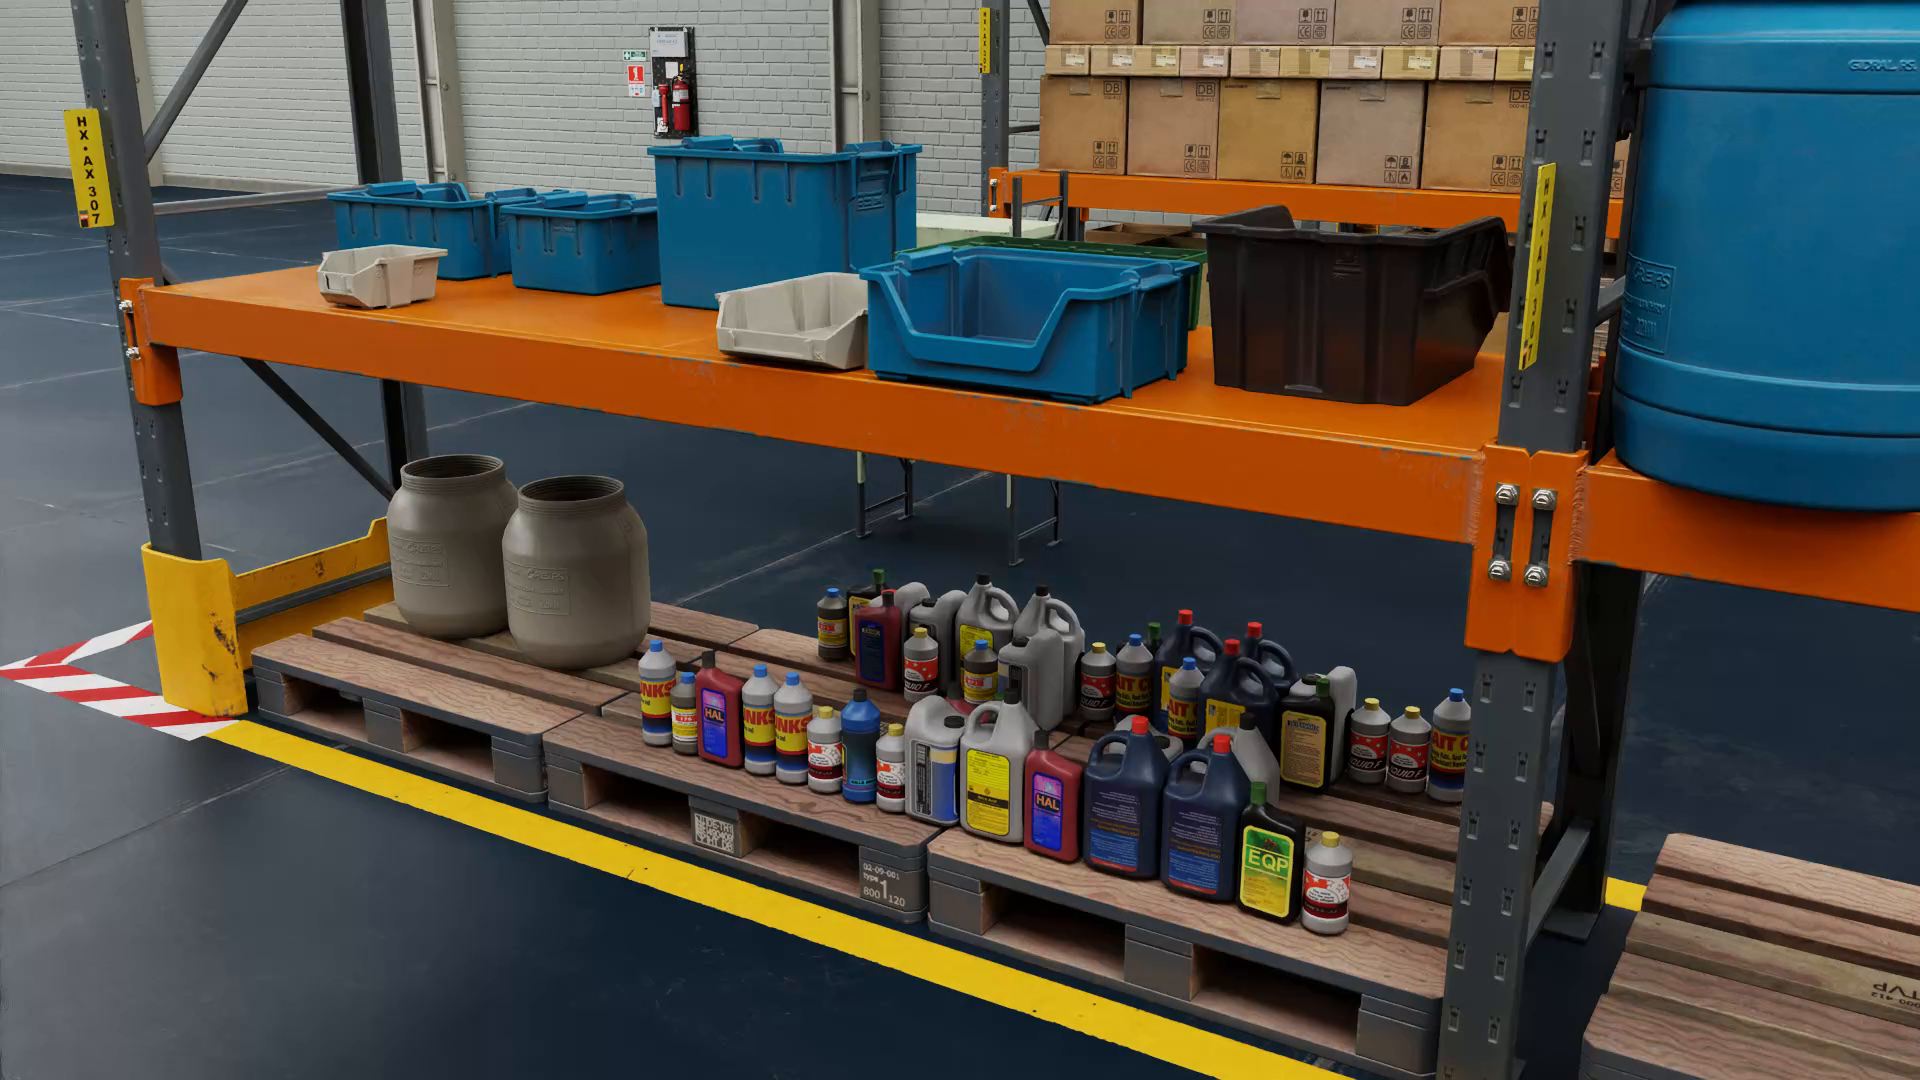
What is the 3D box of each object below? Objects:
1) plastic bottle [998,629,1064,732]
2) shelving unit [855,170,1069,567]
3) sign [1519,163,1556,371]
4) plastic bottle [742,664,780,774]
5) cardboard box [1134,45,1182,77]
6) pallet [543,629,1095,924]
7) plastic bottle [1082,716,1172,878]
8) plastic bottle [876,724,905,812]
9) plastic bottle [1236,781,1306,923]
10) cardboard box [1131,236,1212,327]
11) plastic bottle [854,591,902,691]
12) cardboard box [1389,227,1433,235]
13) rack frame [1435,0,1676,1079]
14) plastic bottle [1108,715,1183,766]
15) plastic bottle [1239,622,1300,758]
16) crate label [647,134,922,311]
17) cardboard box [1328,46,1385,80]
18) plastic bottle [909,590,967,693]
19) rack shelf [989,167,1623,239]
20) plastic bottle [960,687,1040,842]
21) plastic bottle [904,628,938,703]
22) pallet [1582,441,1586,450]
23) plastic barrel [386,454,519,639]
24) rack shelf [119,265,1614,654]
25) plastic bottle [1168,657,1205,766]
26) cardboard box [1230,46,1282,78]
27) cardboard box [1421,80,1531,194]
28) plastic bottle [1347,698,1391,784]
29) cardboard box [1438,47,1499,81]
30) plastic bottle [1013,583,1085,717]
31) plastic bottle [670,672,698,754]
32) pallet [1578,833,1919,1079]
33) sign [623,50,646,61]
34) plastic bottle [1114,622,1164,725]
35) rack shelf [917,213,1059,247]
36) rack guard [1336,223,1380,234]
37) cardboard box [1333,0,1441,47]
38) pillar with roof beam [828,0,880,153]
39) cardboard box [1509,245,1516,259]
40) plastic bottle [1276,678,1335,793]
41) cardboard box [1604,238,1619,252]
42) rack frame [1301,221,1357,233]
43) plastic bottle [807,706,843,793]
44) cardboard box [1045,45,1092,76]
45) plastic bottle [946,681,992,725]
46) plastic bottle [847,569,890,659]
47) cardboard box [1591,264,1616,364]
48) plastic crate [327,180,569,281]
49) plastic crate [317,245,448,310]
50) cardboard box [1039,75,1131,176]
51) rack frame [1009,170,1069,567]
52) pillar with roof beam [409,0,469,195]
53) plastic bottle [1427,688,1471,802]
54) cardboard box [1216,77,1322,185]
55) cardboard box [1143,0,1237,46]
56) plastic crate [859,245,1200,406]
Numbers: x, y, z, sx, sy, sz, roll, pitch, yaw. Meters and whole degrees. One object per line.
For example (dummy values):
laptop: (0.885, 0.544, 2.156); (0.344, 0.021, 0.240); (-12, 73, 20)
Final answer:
plastic bottle: (0.187, 0.369, 4.436); (0.135, 0.276, 0.152); (10, 20, 30)
shelving unit: (-0.006, -0.719, 6.667); (0.755, 1.500, 0.431); (10, 20, 30)
sign: (0.939, -0.444, 2.704); (0.005, 0.325, 0.100); (10, 20, 30)
plastic bottle: (-0.498, 0.446, 4.189); (0.097, 0.271, 0.097); (0, 17, 0)
cardboard box: (1.083, -2.448, 8.490); (0.250, 0.149, 0.380); (10, 20, 30)
pallet: (-0.358, 0.591, 4.573); (1.213, 0.211, 1.003); (10, 20, 30)
plastic bottle: (0.373, 0.556, 3.692); (0.185, 0.351, 0.144); (9, 19, 27)
plastic bottle: (-0.153, 0.541, 3.997); (0.097, 0.201, 0.097); (0, 17, 0)
plastic bottle: (0.654, 0.652, 3.490); (0.133, 0.283, 0.061); (11, 20, 33)
cardboard box: (1.191, -1.312, 8.758); (0.500, 0.500, 0.500); (10, 20, 30)
plastic bottle: (-0.233, 0.277, 4.723); (0.133, 0.283, 0.061); (10, 20, 30)
cardboard box: (3.555, -2.304, 13.175); (0.500, 0.311, 0.500); (8, 19, 24)
rack frame: (1.236, -0.446, 3.187); (0.127, 3.000, 1.000); (10, 20, 30)
plastic bottle: (0.429, 0.551, 3.836); (0.135, 0.276, 0.152); (10, 20, 30)
plastic bottle: (0.766, 0.386, 4.251); (0.185, 0.351, 0.144); (11, 20, 32)
crate label: (-0.462, -0.858, 4.484); (0.616, 0.435, 0.502); (10, 20, 30)
cardboard box: (1.954, -2.291, 7.976); (0.250, 0.149, 0.380); (10, 20, 31)
plastic bottle: (-0.059, 0.276, 4.742); (0.135, 0.276, 0.152); (10, 19, 29)
rack shelf: (2.128, -1.632, 8.330); (4.000, 0.370, 1.077); (10, 20, 30)
plastic bottle: (0.098, 0.506, 3.854); (0.185, 0.351, 0.144); (10, 20, 30)
plastic bottle: (-0.108, 0.345, 4.642); (0.097, 0.201, 0.097); (0, 17, 0)
pallet: (3.176, -0.469, 8.062); (1.213, 0.211, 1.003); (10, 20, 30)
plastic barrel: (-1.571, 0.017, 5.224); (0.421, 0.512, 0.421); (0, 17, 0)
rack shelf: (-0.468, -0.406, 4.293); (4.000, 0.370, 1.077); (10, 20, 30)
plastic bottle: (0.579, 0.432, 4.237); (0.097, 0.271, 0.097); (0, 17, 0)
cardboard box: (1.526, -2.369, 8.231); (0.250, 0.149, 0.380); (9, 19, 28)
cardboard box: (2.572, -1.942, 7.940); (0.500, 0.500, 0.700); (10, 20, 31)
plastic bottle: (1.021, 0.495, 4.149); (0.097, 0.201, 0.097); (0, 17, 0)
cardboard box: (2.407, -2.212, 7.714); (0.250, 0.149, 0.380); (11, 20, 32)
plastic bottle: (0.243, 0.292, 4.558); (0.185, 0.351, 0.144); (10, 20, 30)
plastic bottle: (-0.702, 0.443, 4.319); (0.097, 0.201, 0.097); (0, 17, 0)
pallet: (1.926, 0.998, 3.231); (1.213, 0.211, 1.003); (10, 20, 30)
sign: (-3.555, -5.291, 18.165); (0.331, 0.109, 0.001); (10, 20, 30)
plastic bottle: (0.486, 0.354, 4.472); (0.133, 0.283, 0.061); (11, 20, 32)
rack shelf: (-0.006, -1.092, 6.553); (0.720, 0.370, 0.431); (10, 20, 30)
rack guard: (3.077, -2.300, 13.593); (0.348, 0.500, 1.175); (10, 20, 30)
cardboard box: (2.167, -2.635, 7.992); (0.500, 0.500, 0.700); (10, 20, 30)
pillar with roof beam: (-3.304, -6.332, 12.245); (0.400, 9.000, 9.100); (10, 20, 30)
cardboard box: (2.748, -1.216, 8.442); (0.500, 0.500, 0.500); (10, 20, 30)
plastic bottle: (0.849, 0.471, 4.088); (0.133, 0.283, 0.061); (10, 20, 30)
cardboard box: (4.640, -2.184, 12.454); (0.500, 0.500, 0.700); (9, 19, 27)
rack frame: (3.013, -3.508, 13.268); (0.127, 3.000, 1.000); (10, 20, 30)
plastic bottle: (-0.329, 0.510, 4.100); (0.097, 0.201, 0.097); (0, 17, 0)
cardboard box: (0.645, -2.525, 8.746); (0.250, 0.149, 0.380); (10, 20, 30)
plastic bottle: (0.017, 0.487, 4.035); (0.133, 0.283, 0.061); (10, 20, 30)
plastic bottle: (-0.269, 0.219, 4.915); (0.133, 0.283, 0.061); (11, 20, 31)
cardboard box: (2.902, -1.011, 7.768); (0.500, 0.500, 0.500); (10, 20, 30)
plastic crate: (-1.589, -0.981, 5.205); (0.616, 0.251, 0.499); (10, 20, 30)
plastic crate: (-1.578, -0.712, 4.518); (0.250, 0.136, 0.298); (10, 20, 30)
cardboard box: (0.814, -2.254, 8.968); (0.500, 0.500, 0.700); (10, 20, 30)
rack frame: (0.306, -0.663, 6.483); (0.023, 1.500, 0.400); (10, 20, 30)
pillar with roof beam: (-8.417, -7.245, 15.250); (0.400, 9.000, 9.100); (10, 20, 30)
plastic bottle: (1.194, 0.492, 4.037); (0.097, 0.271, 0.097); (0, 17, 0)
cardboard box: (1.685, -2.098, 8.456); (0.500, 0.500, 0.700); (10, 20, 30)
cardboard box: (1.311, -2.788, 8.494); (0.500, 0.500, 0.700); (10, 19, 29)
plastic crate: (0.151, -0.476, 3.542); (0.616, 0.251, 0.499); (10, 20, 30)
